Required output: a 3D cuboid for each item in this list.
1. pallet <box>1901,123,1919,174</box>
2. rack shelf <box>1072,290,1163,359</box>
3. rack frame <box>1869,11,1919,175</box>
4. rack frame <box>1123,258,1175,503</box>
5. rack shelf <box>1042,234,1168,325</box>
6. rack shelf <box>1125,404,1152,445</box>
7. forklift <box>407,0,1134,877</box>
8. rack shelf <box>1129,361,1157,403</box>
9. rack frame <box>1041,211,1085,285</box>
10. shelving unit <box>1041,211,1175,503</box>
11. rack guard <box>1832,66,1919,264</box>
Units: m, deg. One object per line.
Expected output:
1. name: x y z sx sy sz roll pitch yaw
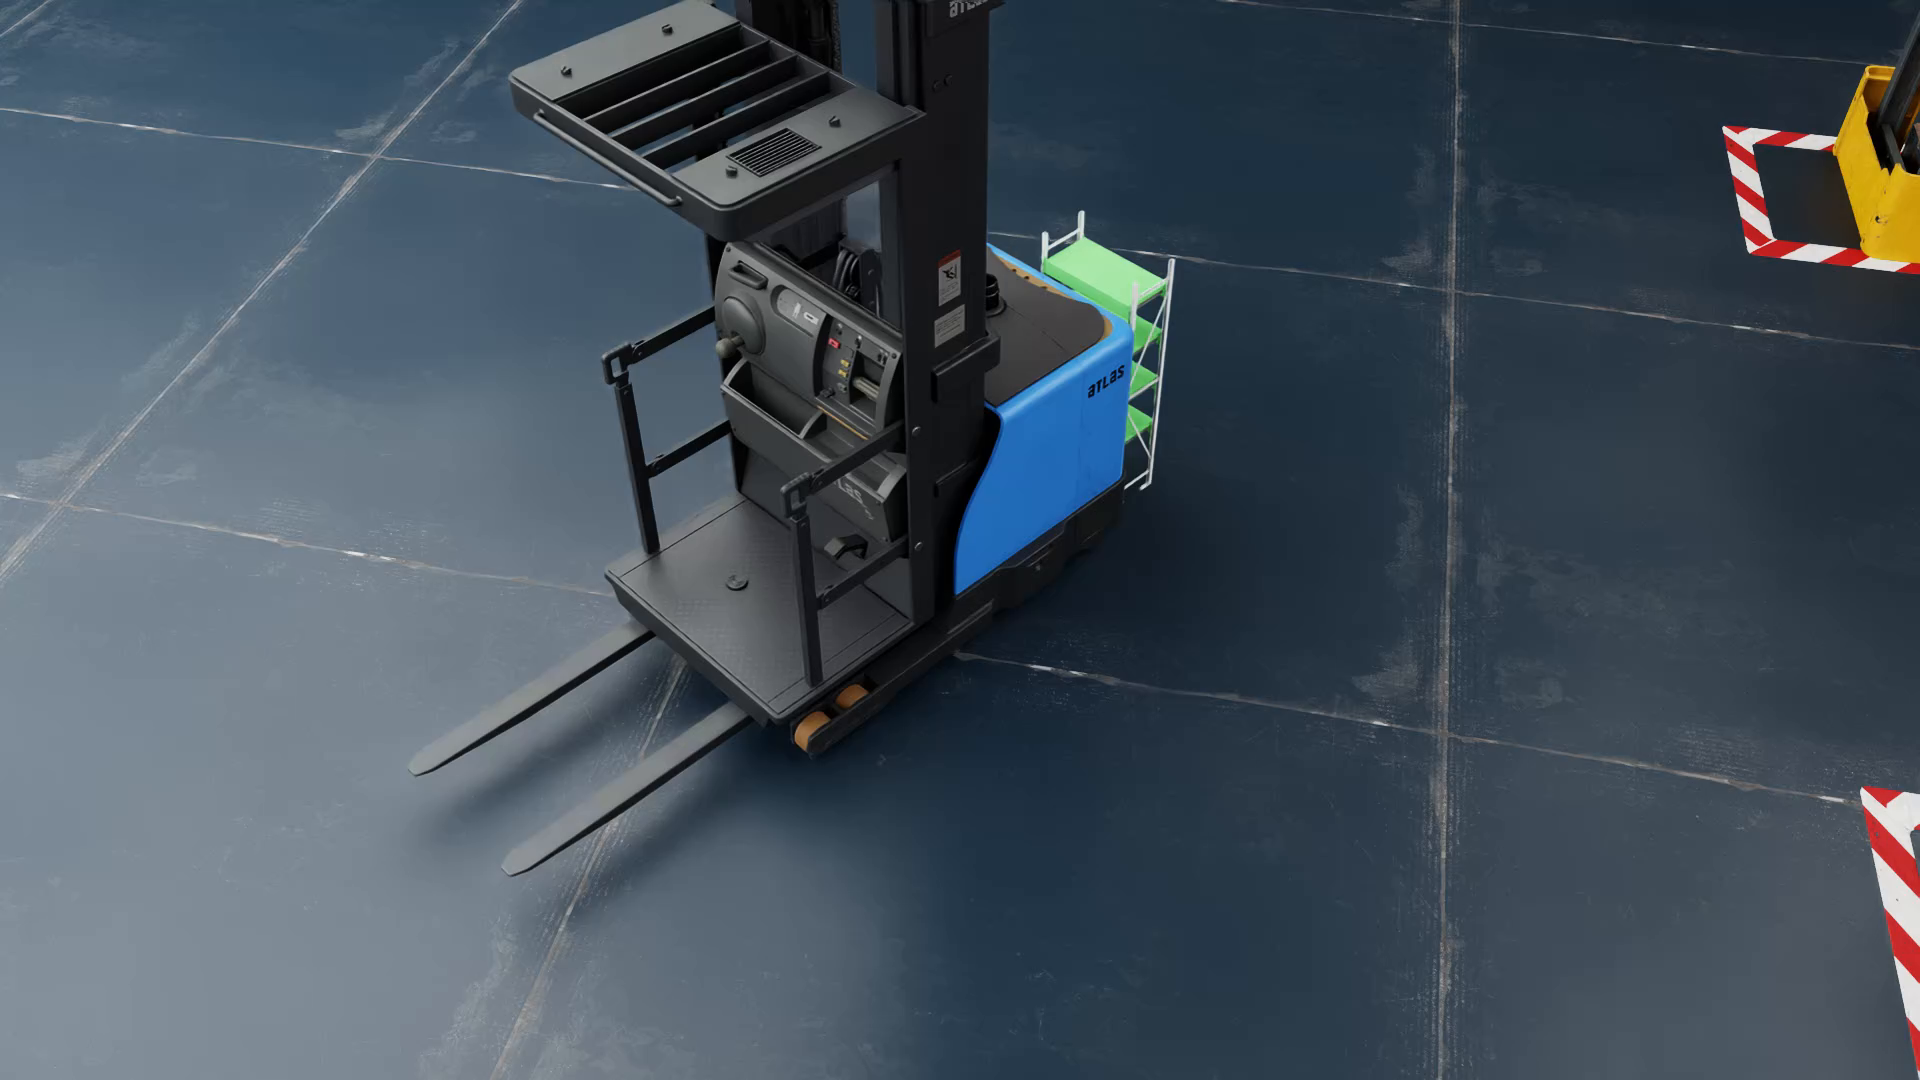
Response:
1. pallet: 5.835 -1.843 8.972 1.213 0.211 1.003 9 45 9
2. rack shelf: 0.598 -0.879 7.005 0.258 0.148 0.480 -34 54 -30
3. rack frame: 5.080 -2.935 8.096 0.127 3.000 1.000 9 45 9
4. rack frame: 0.769 -0.632 7.001 0.240 1.200 0.015 -34 54 -30
5. rack shelf: 0.598 -1.052 6.838 0.258 0.148 0.480 -34 54 -30
6. rack shelf: 0.598 -0.534 7.337 0.258 0.148 0.480 -34 54 -30
7. forklift: -0.698 -0.645 5.766 3.031 2.935 1.130 -34 54 -30
8. rack shelf: 0.598 -0.706 7.171 0.258 0.148 0.480 -34 54 -30
9. rack frame: 0.426 -0.873 7.252 0.240 1.200 0.015 -34 54 -30
10. shelving unit: 0.598 -0.753 7.127 0.258 1.200 0.503 -34 54 -30
11. rack guard: 5.057 -2.038 8.967 0.348 0.500 1.175 9 45 9
